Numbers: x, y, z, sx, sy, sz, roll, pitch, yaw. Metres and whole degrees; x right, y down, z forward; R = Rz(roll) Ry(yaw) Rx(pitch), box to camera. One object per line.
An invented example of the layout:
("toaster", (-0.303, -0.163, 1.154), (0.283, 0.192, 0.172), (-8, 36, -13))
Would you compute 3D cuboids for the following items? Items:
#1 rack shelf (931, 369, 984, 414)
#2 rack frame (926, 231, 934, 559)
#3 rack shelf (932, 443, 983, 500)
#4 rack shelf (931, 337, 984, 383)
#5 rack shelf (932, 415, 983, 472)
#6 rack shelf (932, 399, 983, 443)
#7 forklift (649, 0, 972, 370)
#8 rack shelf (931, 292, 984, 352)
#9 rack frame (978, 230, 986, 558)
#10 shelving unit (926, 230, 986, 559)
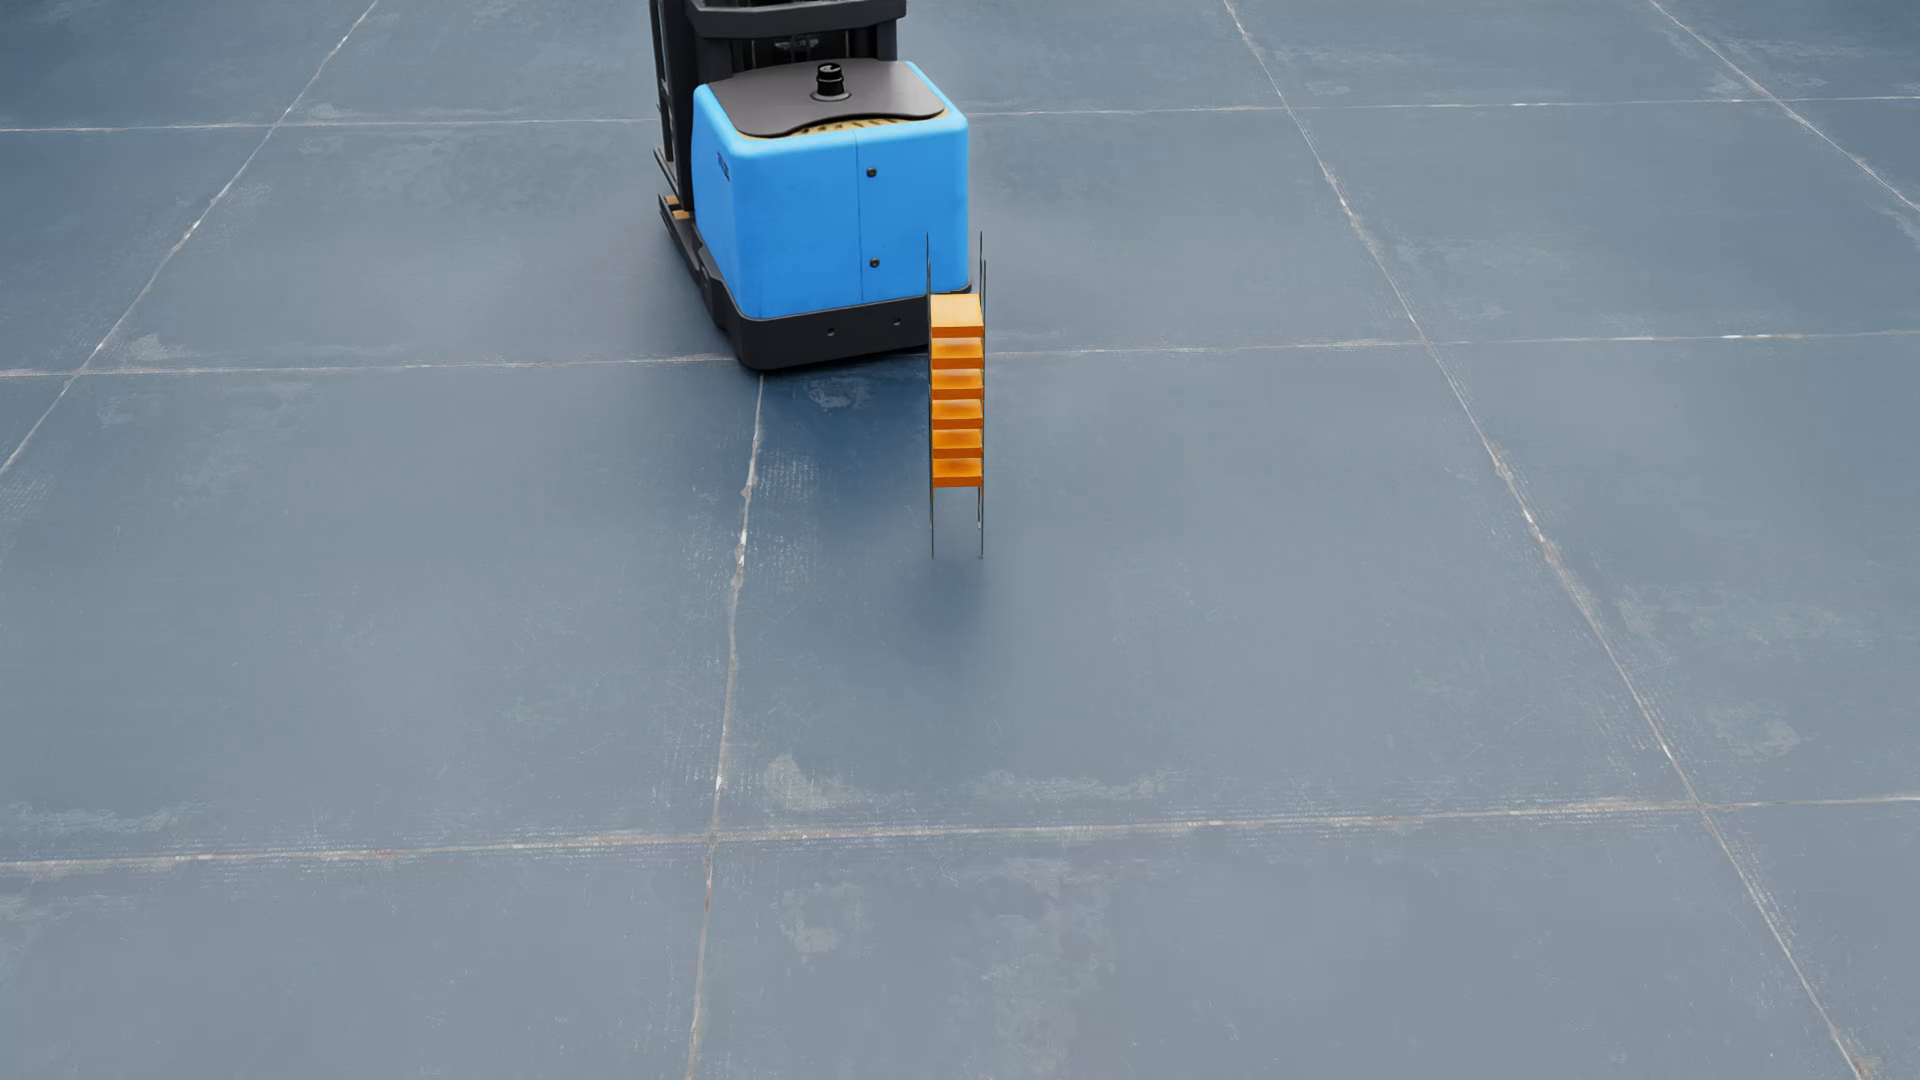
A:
("rack shelf", (-0.014, -0.555, 5.865), (0.180, 0.103, 0.258), (-2, 35, -2))
("rack frame", (-0.106, -0.491, 5.904), (0.006, 1.200, 0.240), (-2, 35, -2))
("rack shelf", (-0.014, -0.259, 6.070), (0.180, 0.103, 0.258), (-2, 35, -2))
("rack shelf", (-0.014, -0.654, 5.797), (0.180, 0.103, 0.258), (-2, 35, -2))
("rack shelf", (-0.014, -0.358, 6.002), (0.180, 0.103, 0.258), (-2, 35, -2))
("rack shelf", (-0.014, -0.456, 5.933), (0.180, 0.103, 0.258), (-2, 35, -2))
("forklift", (-0.909, -2.776, 7.685), (1.130, 2.935, 3.031), (-11, 36, -16))
("rack shelf", (-0.014, -0.752, 5.728), (0.180, 0.103, 0.258), (-2, 35, -2))
("rack frame", (0.077, -0.495, 5.912), (0.006, 1.200, 0.240), (-2, 35, -2))
("shelving unit", (-0.014, -0.493, 5.908), (0.189, 1.200, 0.258), (-2, 35, -2))
